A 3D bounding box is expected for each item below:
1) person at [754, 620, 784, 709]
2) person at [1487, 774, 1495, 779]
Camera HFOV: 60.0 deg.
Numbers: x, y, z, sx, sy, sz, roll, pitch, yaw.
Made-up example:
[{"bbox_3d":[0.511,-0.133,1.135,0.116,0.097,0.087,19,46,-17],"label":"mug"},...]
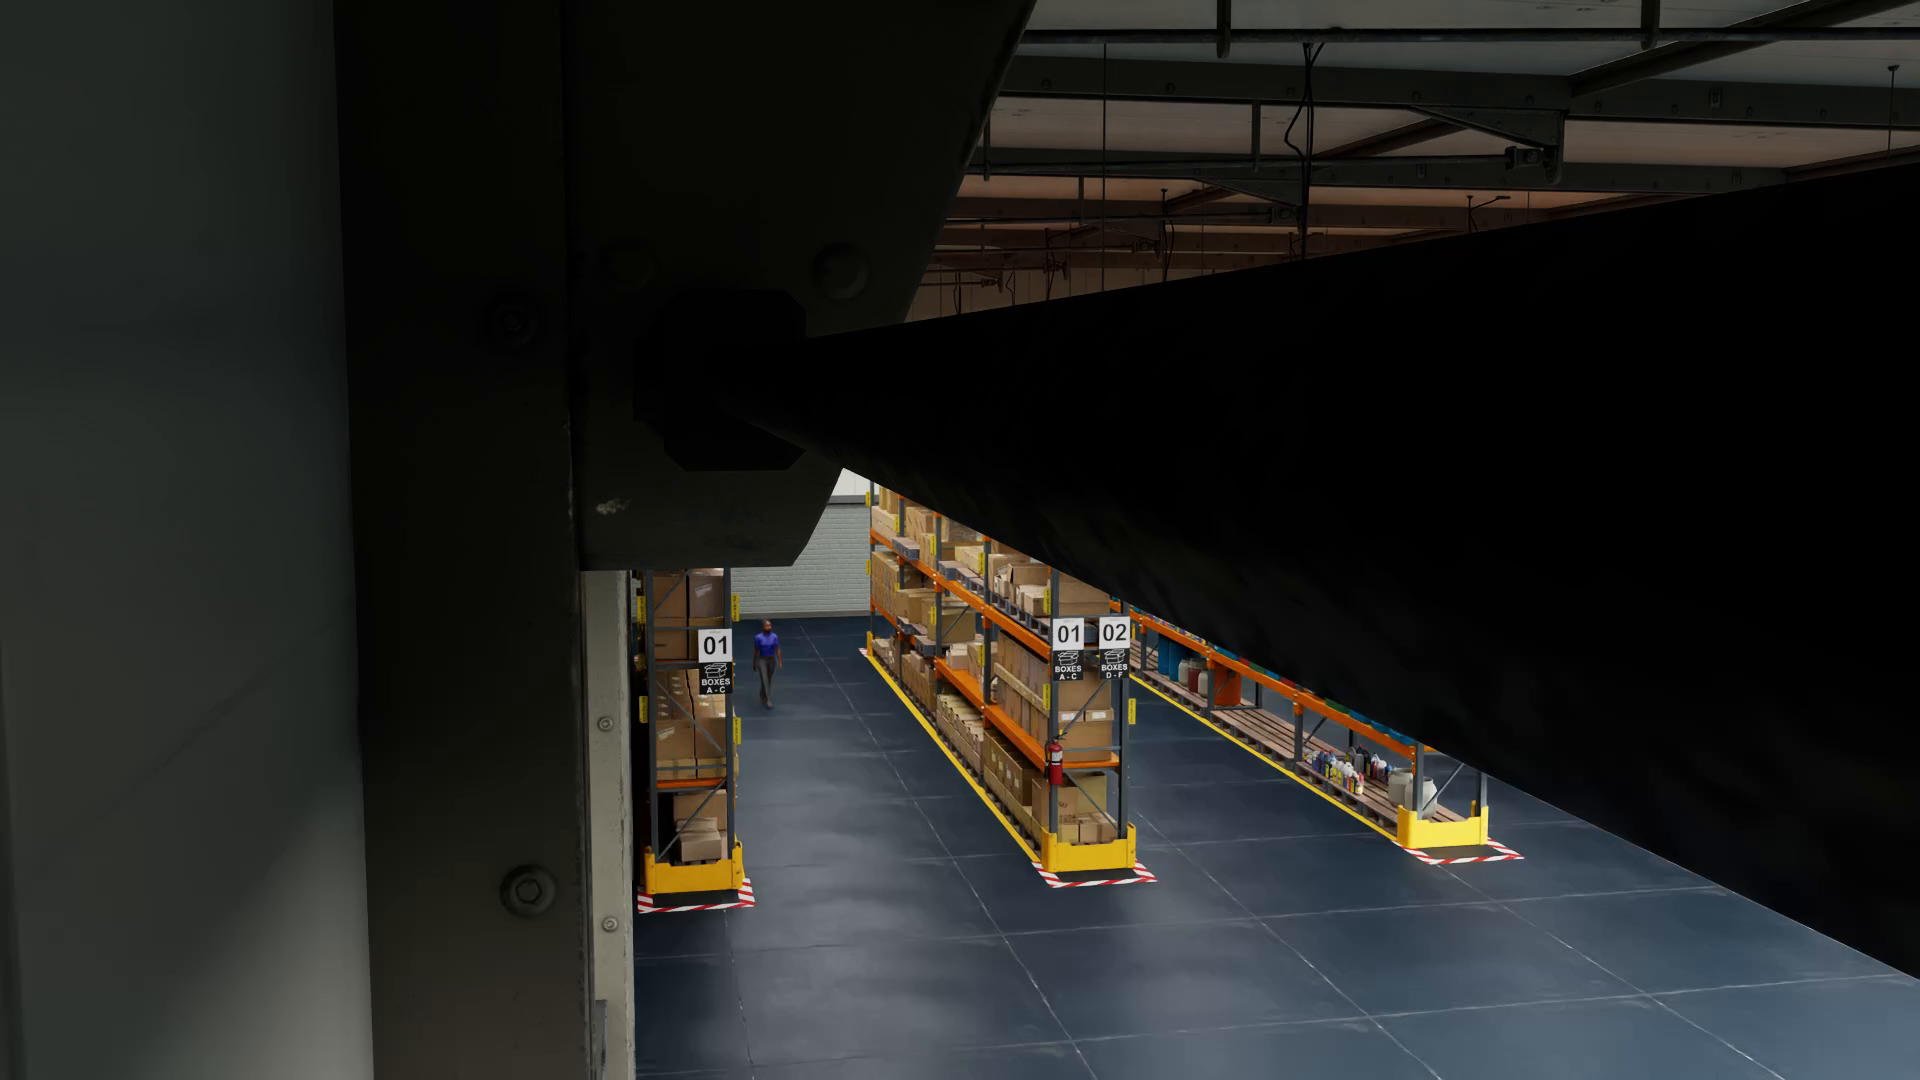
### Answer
[{"bbox_3d":[-3.577,2.287,31.046,0.487,1.588,1.060,-3,7,-24],"label":"person"},{"bbox_3d":[8.301,2.776,25.791,0.609,1.838,0.547,-1,6,-6],"label":"person"}]
